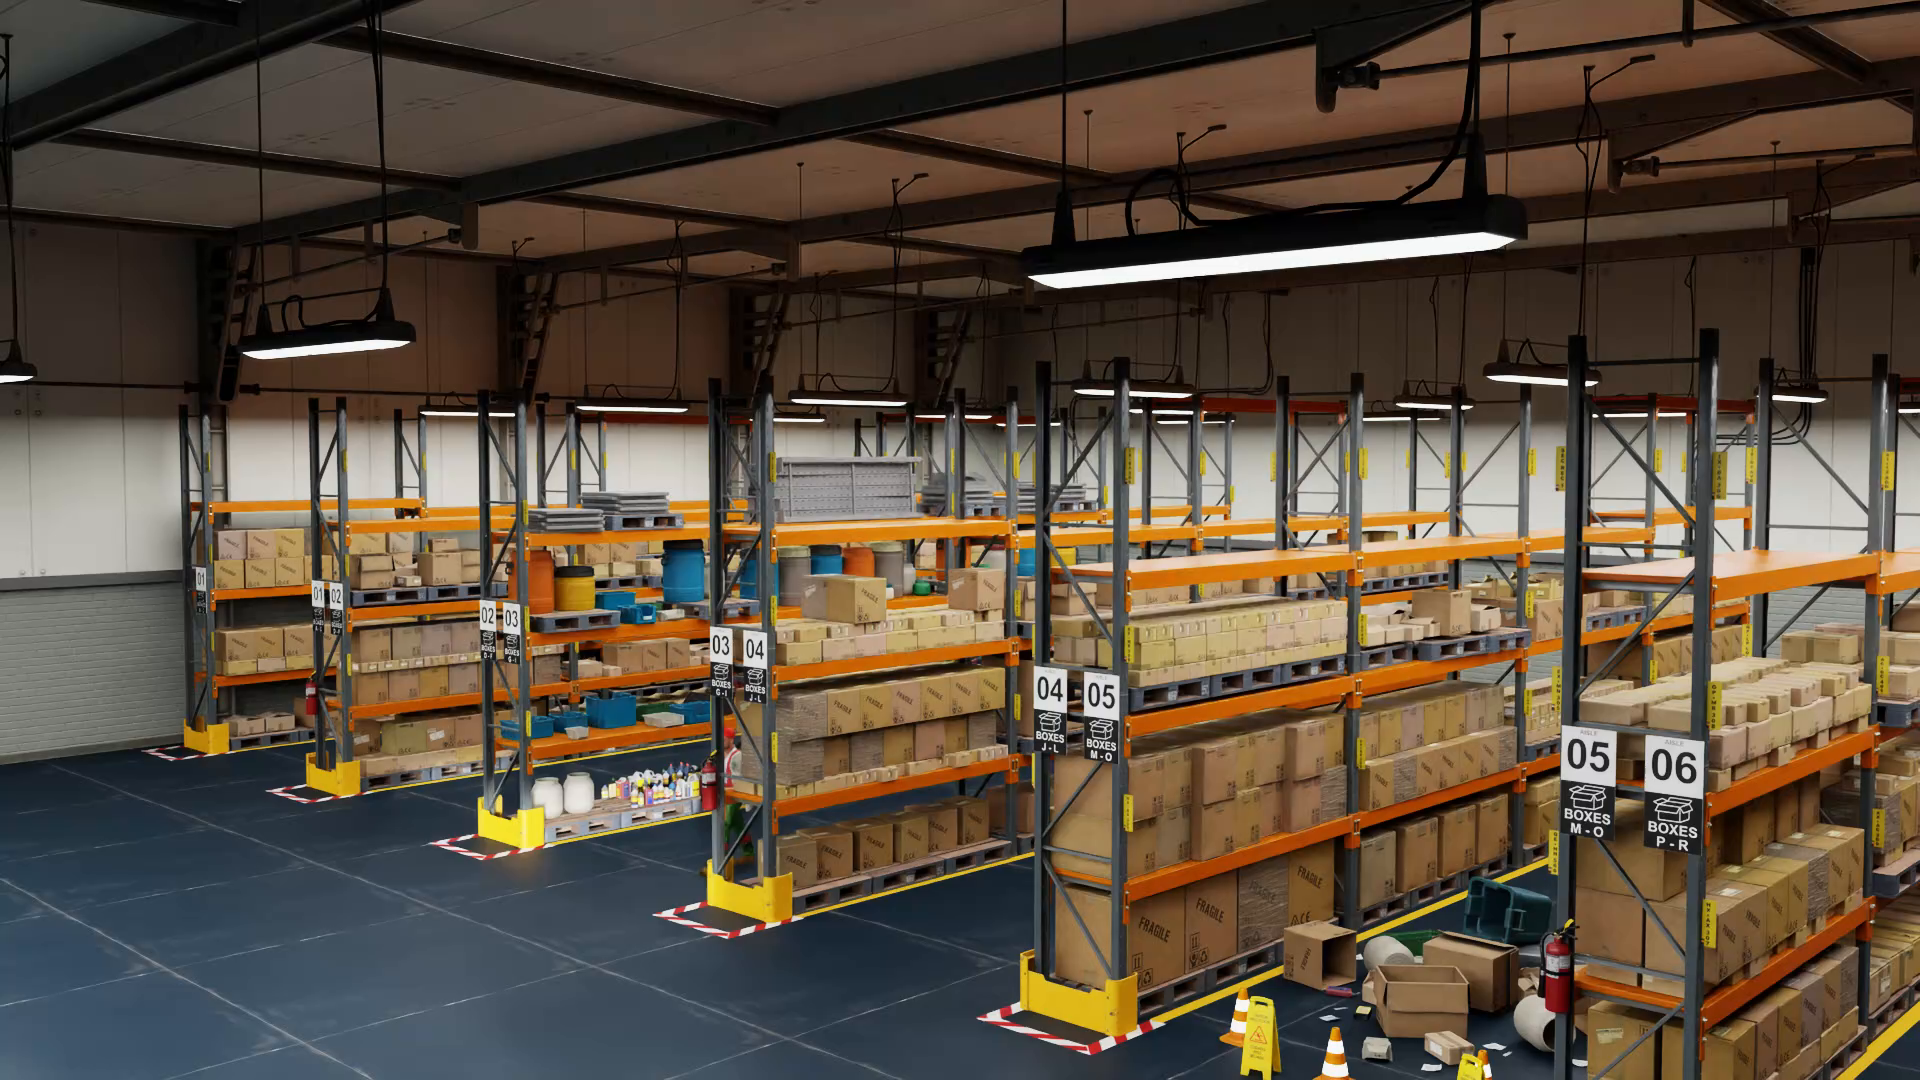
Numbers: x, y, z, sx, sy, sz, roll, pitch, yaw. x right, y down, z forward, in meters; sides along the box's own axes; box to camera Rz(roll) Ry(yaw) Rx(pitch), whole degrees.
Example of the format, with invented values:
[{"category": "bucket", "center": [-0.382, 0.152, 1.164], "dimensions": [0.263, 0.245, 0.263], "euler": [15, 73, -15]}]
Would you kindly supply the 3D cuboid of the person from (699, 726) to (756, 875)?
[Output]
[{"category": "person", "center": [-2.911, 3.178, 20.547], "dimensions": [0.902, 1.747, 0.544], "euler": [-2, 4, -35]}]
